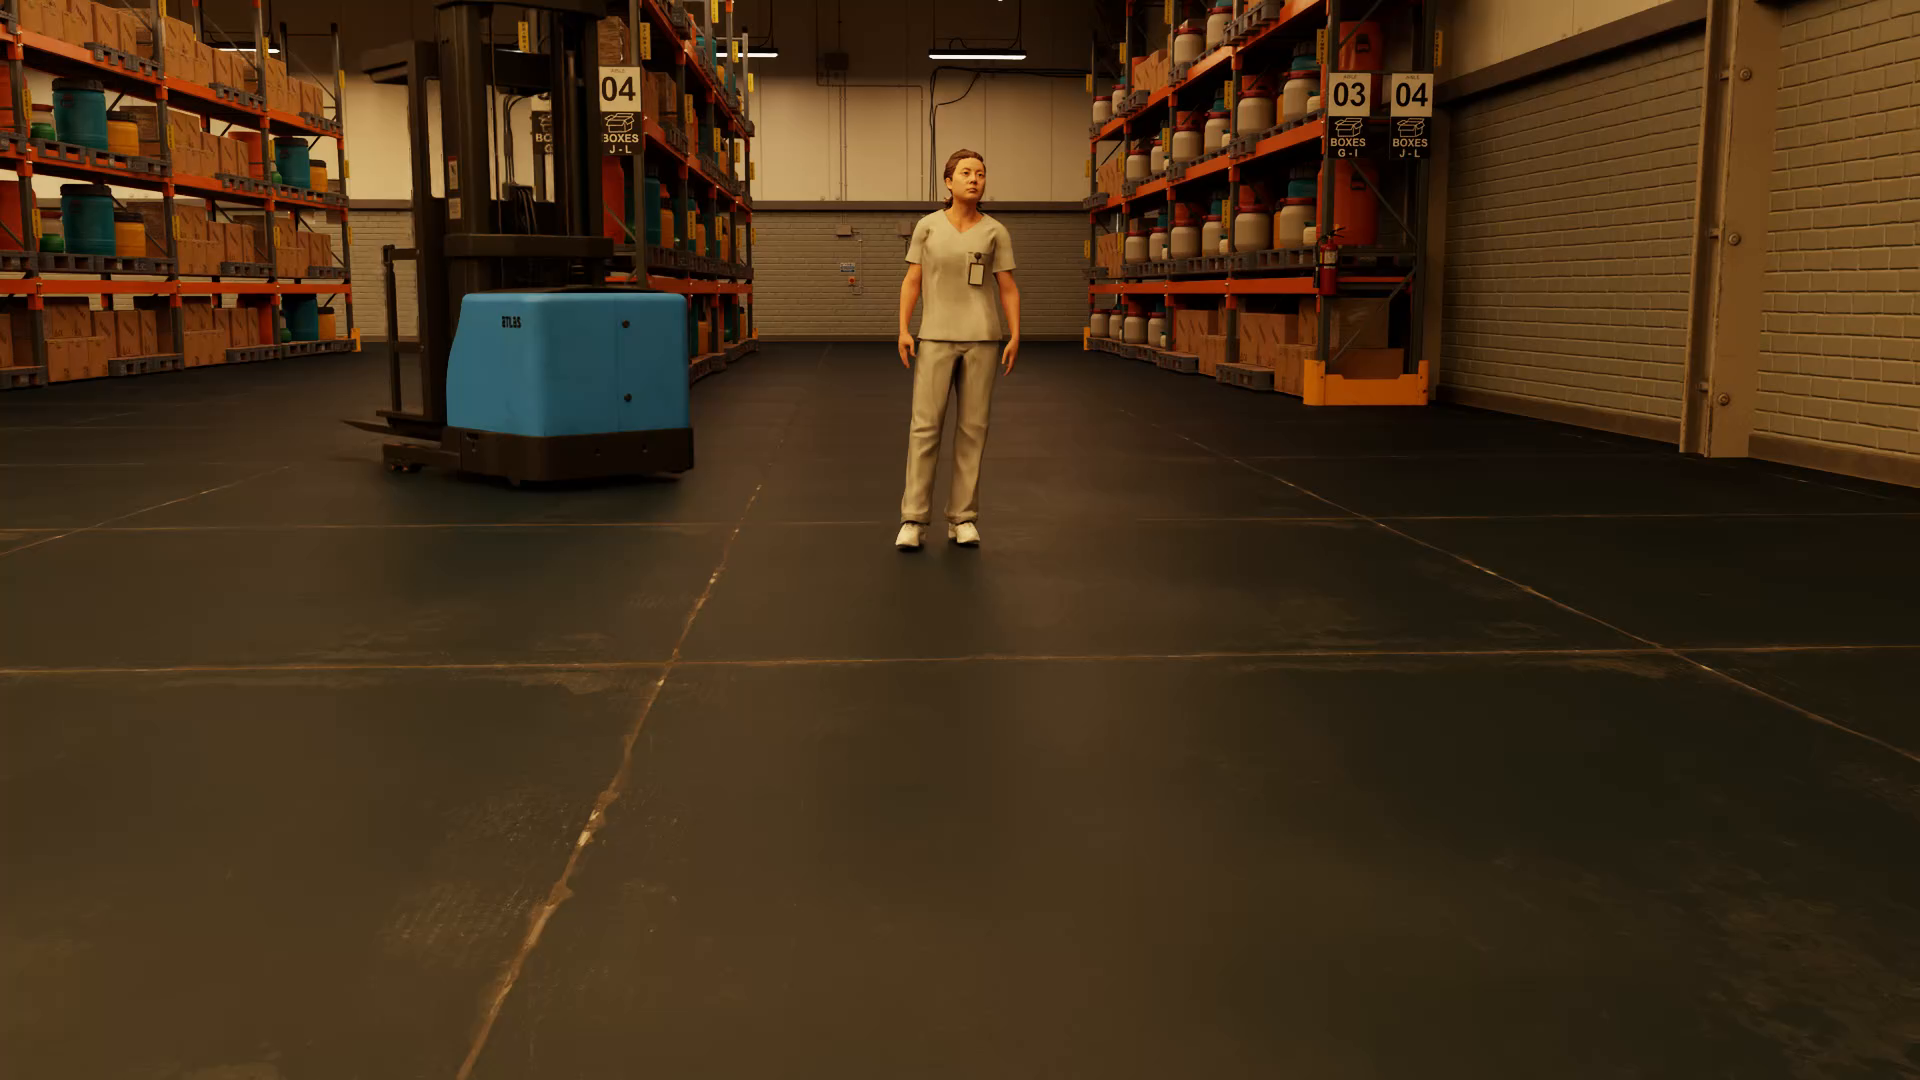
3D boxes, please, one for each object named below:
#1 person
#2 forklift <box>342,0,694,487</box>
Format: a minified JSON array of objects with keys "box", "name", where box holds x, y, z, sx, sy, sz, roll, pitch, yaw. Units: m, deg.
[{"box":[-0.009,-0.825,7.113,0.550,1.675,0.549,-1,8,-4],"name":"person"},{"box":[-2.902,-1.903,10.150,1.130,2.935,3.031,-8,11,-42],"name":"forklift"}]
